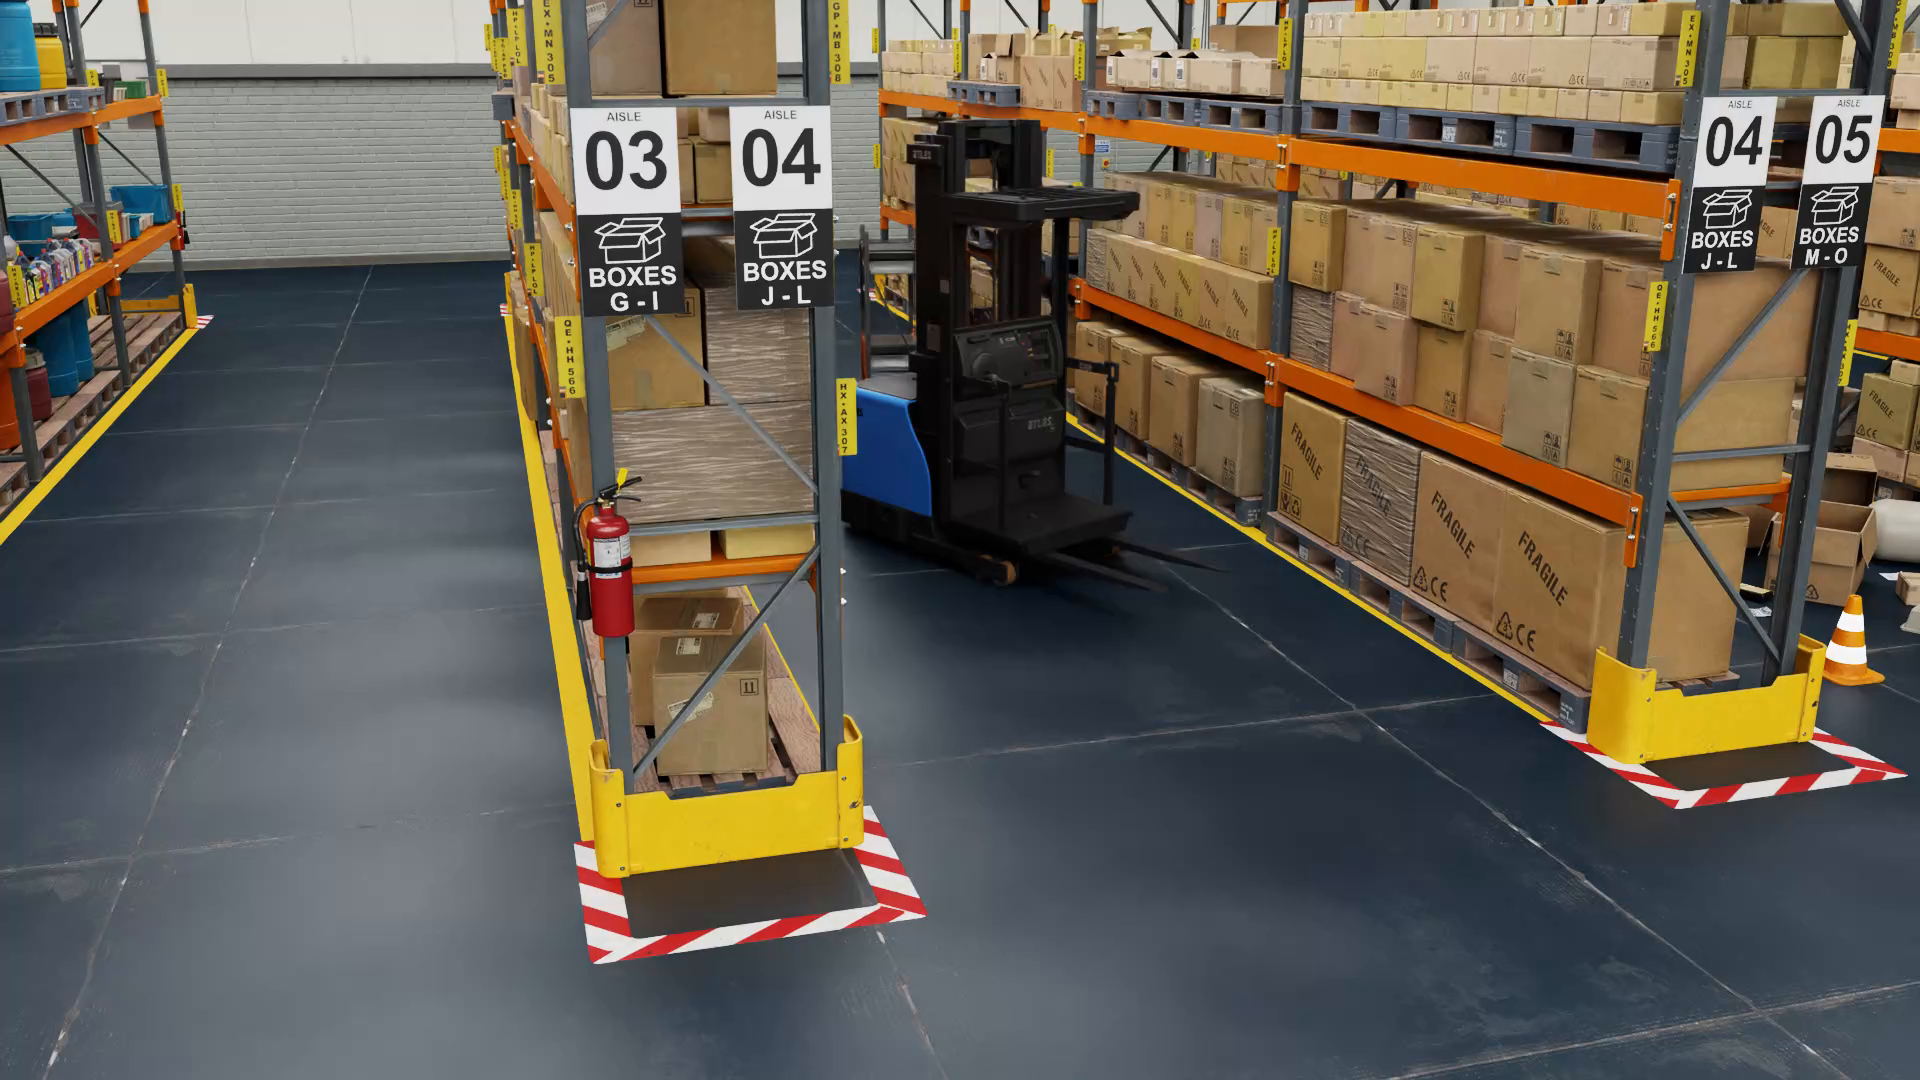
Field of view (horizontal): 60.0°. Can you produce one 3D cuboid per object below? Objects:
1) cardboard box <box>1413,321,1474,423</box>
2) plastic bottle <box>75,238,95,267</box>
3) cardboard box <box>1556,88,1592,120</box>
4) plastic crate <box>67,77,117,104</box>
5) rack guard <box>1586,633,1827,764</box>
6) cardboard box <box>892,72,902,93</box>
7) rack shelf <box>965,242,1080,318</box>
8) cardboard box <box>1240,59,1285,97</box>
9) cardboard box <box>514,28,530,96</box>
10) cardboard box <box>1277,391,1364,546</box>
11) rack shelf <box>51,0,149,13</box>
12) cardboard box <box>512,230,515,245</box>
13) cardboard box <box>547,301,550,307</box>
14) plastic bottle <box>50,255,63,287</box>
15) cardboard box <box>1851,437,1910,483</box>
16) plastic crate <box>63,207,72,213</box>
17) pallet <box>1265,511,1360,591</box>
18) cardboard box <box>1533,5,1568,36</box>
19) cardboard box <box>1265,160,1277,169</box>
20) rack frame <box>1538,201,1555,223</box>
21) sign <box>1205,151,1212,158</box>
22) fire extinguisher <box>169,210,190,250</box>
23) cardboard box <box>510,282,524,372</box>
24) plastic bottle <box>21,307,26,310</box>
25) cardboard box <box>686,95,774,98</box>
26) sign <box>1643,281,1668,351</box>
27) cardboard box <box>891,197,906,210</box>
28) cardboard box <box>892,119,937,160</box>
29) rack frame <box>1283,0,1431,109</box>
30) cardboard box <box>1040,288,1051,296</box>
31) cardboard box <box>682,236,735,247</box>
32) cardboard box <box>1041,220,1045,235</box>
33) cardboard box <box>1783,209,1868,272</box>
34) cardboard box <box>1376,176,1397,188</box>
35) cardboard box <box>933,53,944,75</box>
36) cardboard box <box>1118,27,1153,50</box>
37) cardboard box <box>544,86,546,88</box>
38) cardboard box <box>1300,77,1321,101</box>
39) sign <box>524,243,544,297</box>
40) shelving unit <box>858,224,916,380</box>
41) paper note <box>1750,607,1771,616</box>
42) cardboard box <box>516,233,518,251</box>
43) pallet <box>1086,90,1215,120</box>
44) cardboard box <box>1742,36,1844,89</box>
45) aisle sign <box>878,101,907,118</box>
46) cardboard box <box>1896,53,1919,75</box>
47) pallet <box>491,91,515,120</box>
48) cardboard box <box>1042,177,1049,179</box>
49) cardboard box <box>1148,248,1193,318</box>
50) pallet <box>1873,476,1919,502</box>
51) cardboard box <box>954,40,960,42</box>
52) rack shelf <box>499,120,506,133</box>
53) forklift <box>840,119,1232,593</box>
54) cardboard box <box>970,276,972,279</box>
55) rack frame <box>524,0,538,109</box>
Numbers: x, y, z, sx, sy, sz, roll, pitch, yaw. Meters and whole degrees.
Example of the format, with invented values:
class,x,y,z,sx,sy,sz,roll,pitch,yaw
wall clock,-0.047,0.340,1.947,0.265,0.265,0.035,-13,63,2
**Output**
class,x,y,z,sx,sy,sz,roll,pitch,yaw
cardboard box,3.256,-1.049,9.970,0.875,0.550,0.500,-5,17,-15
plastic bottle,-8.645,-2.840,16.409,0.152,0.276,0.135,-5,17,-15
cardboard box,3.236,-2.191,8.350,0.380,0.149,0.250,-4,17,-14
plastic crate,-9.142,-4.722,17.473,0.497,0.269,0.590,-5,17,-15
rack guard,3.799,0.784,8.473,1.175,0.500,0.348,-5,17,-15
cardboard box,-0.586,-5.920,21.492,0.500,0.250,0.500,-4,17,-13
rack shelf,1.045,-2.841,17.447,1.077,0.370,4.000,-5,17,-15
cardboard box,2.345,-3.323,11.942,0.500,0.250,0.500,-5,17,-15
cardboard box,-3.040,-3.563,12.342,0.500,0.500,0.500,-5,17,-17
cardboard box,2.799,-0.530,11.466,0.875,0.875,0.875,-4,17,-14
rack shelf,-9.614,-5.874,17.809,1.077,0.370,4.000,-5,17,-15
cardboard box,-4.701,-3.313,18.204,0.380,0.149,0.250,-5,17,-15
cardboard box,-2.039,-1.223,10.118,0.875,0.500,0.500,-5,17,-15
plastic bottle,-8.198,-2.442,15.069,0.061,0.283,0.133,-5,17,-15
cardboard box,7.328,-0.645,12.935,0.500,0.250,0.500,-6,18,-18
plastic crate,-10.231,-3.762,19.448,0.416,0.233,0.300,-5,17,-15
pallet,2.827,0.026,11.499,1.003,0.211,1.213,-5,17,-15
cardboard box,3.164,-2.645,8.475,0.380,0.149,0.250,-4,17,-14
cardboard box,4.421,-5.214,22.184,0.500,0.500,0.500,-5,17,-15
rack frame,6.326,-3.052,16.898,1.000,3.000,0.127,-5,17,-15
sign,3.592,-5.675,23.988,0.100,0.325,0.005,-5,17,-15
fire extinguisher,-9.768,-3.952,20.676,0.296,0.674,0.183,-5,17,-15
cardboard box,-3.860,-2.136,16.812,1.225,0.875,0.875,-5,18,-17
plastic bottle,-7.819,-2.061,13.801,0.061,0.283,0.133,-5,17,-15
cardboard box,-1.030,-1.926,7.504,0.380,0.149,0.250,-4,17,-13
sign,3.267,-1.049,7.804,0.100,0.325,0.005,-5,17,-15
cardboard box,-0.698,-4.464,22.035,0.380,0.149,0.250,-5,17,-17
cardboard box,-0.591,-5.230,21.721,0.500,0.500,0.500,-4,17,-14
rack frame,2.693,-4.399,10.955,1.000,3.000,0.127,-5,17,-15
cardboard box,0.880,-2.445,17.188,0.500,0.250,0.500,-4,17,-14
cardboard box,-1.306,-1.313,8.681,0.500,0.500,0.500,-5,17,-15
cardboard box,0.946,-3.030,16.015,0.380,0.149,0.250,-4,17,-13
cardboard box,7.077,-2.447,13.462,0.500,0.500,0.500,-5,17,-16
cardboard box,5.238,-4.402,19.481,0.500,0.500,0.500,-5,17,-16
cardboard box,-0.008,-5.596,19.544,0.500,0.250,0.500,-5,18,-18
cardboard box,1.606,-4.760,15.866,0.396,0.266,0.258,-5,17,-15
cardboard box,-2.117,-2.458,9.275,0.380,0.149,0.250,-5,17,-15
cardboard box,2.467,-2.964,10.924,0.380,0.149,0.250,-5,17,-16
sign,-2.636,-1.672,10.290,0.100,0.325,0.005,-5,17,-15
shelving unit,-0.533,-1.323,12.707,0.431,2.100,0.503,-2,17,-7
paper note,5.006,0.447,10.415,0.144,0.017,0.142,1,17,4
cardboard box,-4.277,-3.137,17.006,0.500,0.500,0.500,-5,17,-15
pallet,1.822,-3.805,14.519,1.213,0.211,1.003,-4,17,-13
cardboard box,3.907,-2.330,8.120,0.500,0.250,0.500,-5,17,-15
aisle sign,-0.913,-6.087,22.483,0.394,0.787,0.004,-5,17,-15
cardboard box,7.198,-3.531,12.328,0.380,0.149,0.250,-5,17,-16
pallet,-3.431,-3.788,14.464,1.213,0.211,1.003,-4,17,-13
cardboard box,0.793,-4.009,18.757,0.380,0.149,0.250,-4,17,-13
cardboard box,1.873,-2.117,13.612,0.500,0.500,0.500,-5,17,-16
pallet,7.644,-0.427,13.006,1.003,0.211,1.213,-5,17,-15
cardboard box,0.146,-5.599,18.862,0.380,0.149,0.250,-6,18,-18
rack shelf,-4.851,-5.020,19.487,1.077,0.370,4.000,-5,17,-15
forklift,0.477,-1.264,11.066,1.130,2.935,3.031,-14,22,-39
cardboard box,-0.033,-3.151,20.420,0.380,0.149,0.250,-4,17,-13
rack frame,-2.103,-4.035,9.743,1.000,3.000,0.127,-5,17,-15
